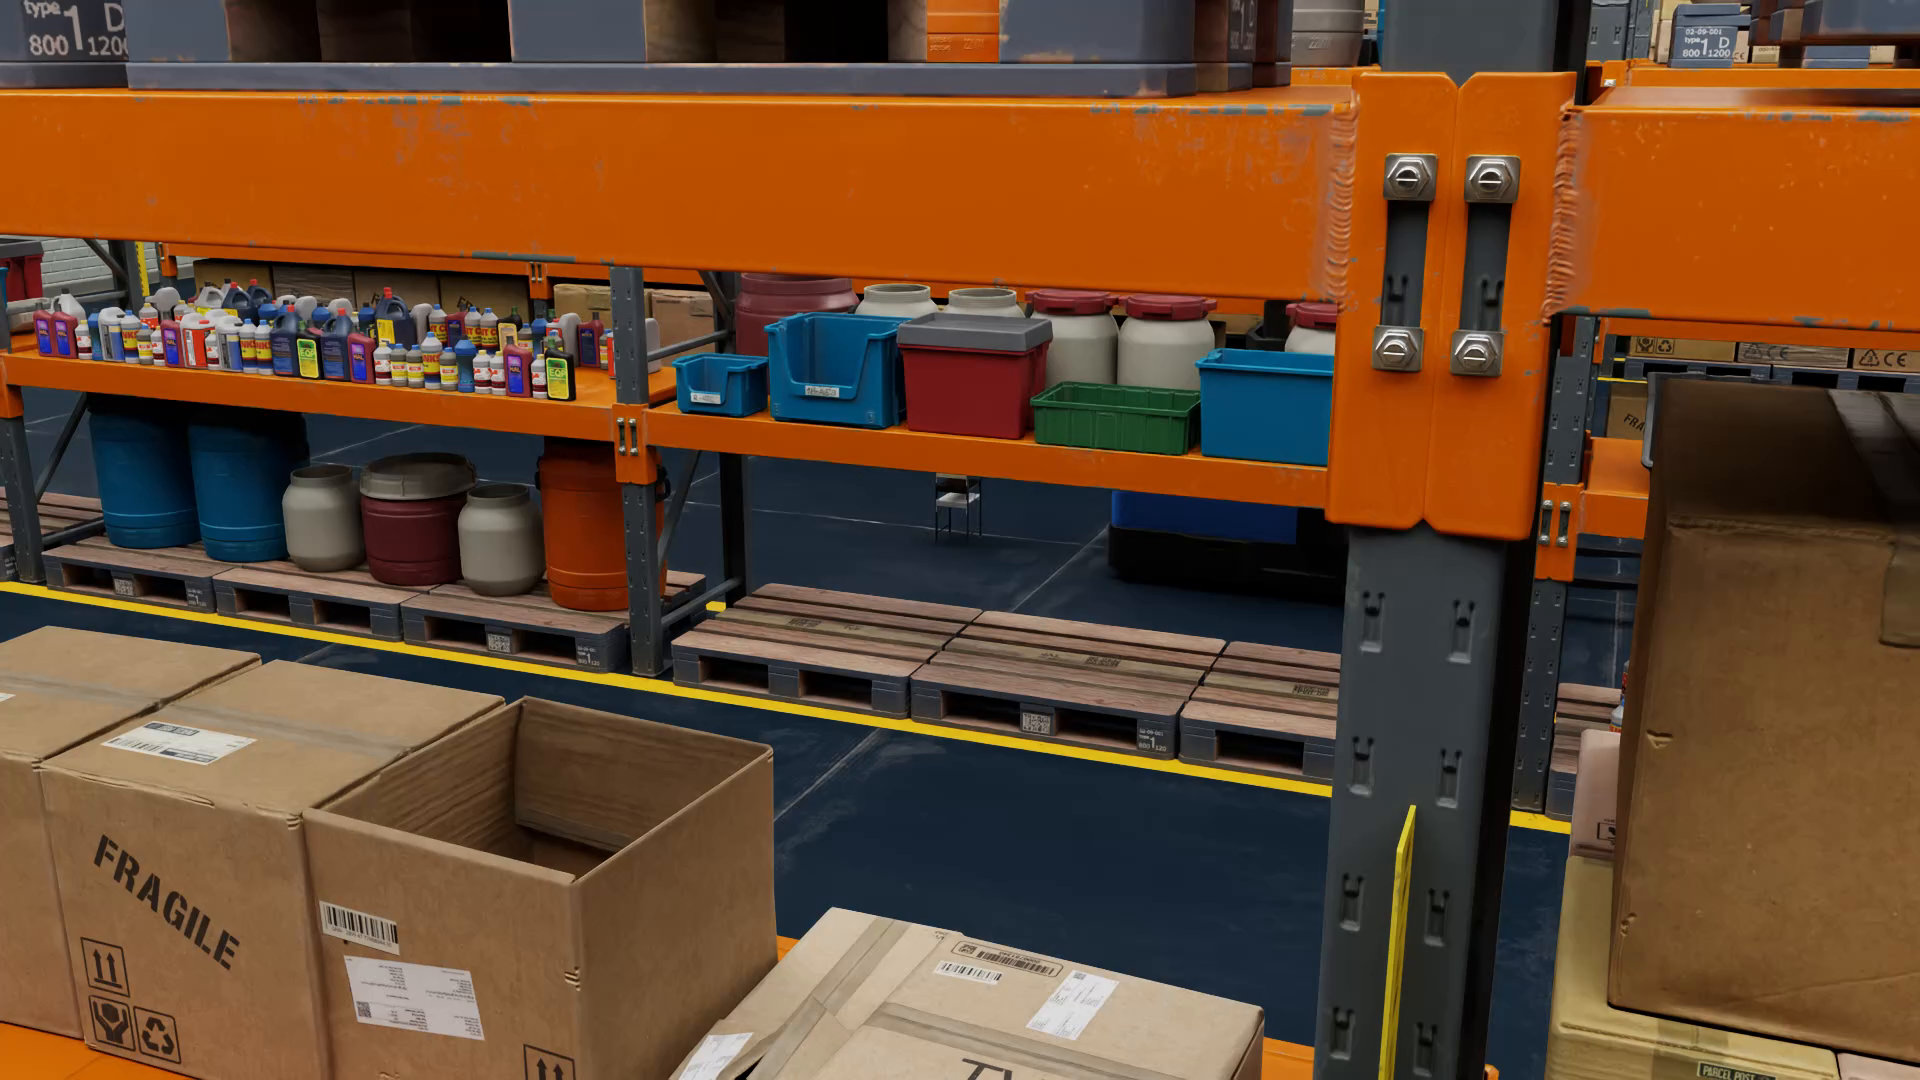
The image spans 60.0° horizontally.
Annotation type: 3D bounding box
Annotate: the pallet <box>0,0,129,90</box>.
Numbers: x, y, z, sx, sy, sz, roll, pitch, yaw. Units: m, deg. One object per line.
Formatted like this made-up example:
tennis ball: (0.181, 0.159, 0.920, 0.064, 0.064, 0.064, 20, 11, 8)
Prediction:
pallet: (-1.441, -0.821, 2.581, 1.213, 0.211, 1.003, 7, 18, 23)

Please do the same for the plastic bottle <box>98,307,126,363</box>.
plastic bottle: (-4.415, -1.082, 8.741, 0.135, 0.276, 0.152, 6, 17, 21)

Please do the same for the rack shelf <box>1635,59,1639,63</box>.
rack shelf: (4.266, -4.367, 15.745, 4.000, 0.370, 1.077, 6, 17, 21)

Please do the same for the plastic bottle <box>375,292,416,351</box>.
plastic bottle: (-2.977, -1.126, 8.760, 0.185, 0.351, 0.144, 6, 17, 21)

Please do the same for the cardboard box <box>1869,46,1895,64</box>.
cardboard box: (5.490, -2.941, 9.811, 0.500, 0.250, 0.500, 6, 17, 18)

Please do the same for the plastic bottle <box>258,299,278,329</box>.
plastic bottle: (-3.781, -1.183, 9.100, 0.097, 0.271, 0.097, 0, 16, 0)

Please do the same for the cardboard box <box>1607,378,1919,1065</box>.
cardboard box: (0.990, 0.151, 1.768, 0.500, 0.500, 0.700, 6, 17, 21)

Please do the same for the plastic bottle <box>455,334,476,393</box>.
plastic bottle: (-2.355, -0.845, 7.933, 0.097, 0.271, 0.097, 0, 16, 0)

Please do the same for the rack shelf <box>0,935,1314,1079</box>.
rack shelf: (-1.286, 0.919, 2.919, 4.000, 0.370, 1.077, 6, 17, 21)

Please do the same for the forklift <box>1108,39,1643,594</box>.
forklift: (2.414, -1.176, 8.967, 3.031, 2.935, 1.130, 6, 17, 19)

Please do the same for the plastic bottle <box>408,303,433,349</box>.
plastic bottle: (-2.899, -1.126, 8.894, 0.135, 0.276, 0.152, 6, 17, 21)

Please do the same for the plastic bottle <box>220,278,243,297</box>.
plastic bottle: (-4.071, -1.292, 9.332, 0.185, 0.351, 0.144, 6, 17, 21)

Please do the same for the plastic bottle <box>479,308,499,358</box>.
plastic bottle: (-2.476, -1.085, 8.763, 0.097, 0.271, 0.097, 0, 16, 0)

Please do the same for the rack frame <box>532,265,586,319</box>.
rack frame: (-3.229, -2.609, 13.781, 0.127, 3.000, 1.000, 6, 17, 21)

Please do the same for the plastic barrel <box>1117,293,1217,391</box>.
plastic barrel: (0.904, -0.801, 7.310, 0.433, 0.535, 0.433, 0, 16, 0)

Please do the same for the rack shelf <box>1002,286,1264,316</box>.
rack shelf: (2.352, -1.650, 11.767, 4.000, 0.370, 1.077, 6, 17, 21)

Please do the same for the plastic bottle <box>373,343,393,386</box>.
plastic bottle: (-2.807, -0.861, 8.115, 0.097, 0.201, 0.097, 0, 16, 0)

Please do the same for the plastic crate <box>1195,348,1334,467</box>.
plastic crate: (1.255, -0.531, 6.651, 0.575, 0.384, 0.392, 6, 17, 21)

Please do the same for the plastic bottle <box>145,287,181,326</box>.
plastic bottle: (-4.561, -1.309, 9.524, 0.135, 0.276, 0.152, 6, 17, 21)

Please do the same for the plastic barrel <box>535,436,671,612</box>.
plastic barrel: (-1.787, -0.121, 8.348, 0.708, 0.830, 0.600, 6, 17, 21)

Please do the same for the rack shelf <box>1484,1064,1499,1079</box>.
rack shelf: (2.435, 1.328, 1.509, 4.000, 0.370, 1.077, 6, 17, 21)

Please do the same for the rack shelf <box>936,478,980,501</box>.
rack shelf: (-0.008, -0.315, 10.085, 0.200, 0.077, 0.258, 6, 17, 21)

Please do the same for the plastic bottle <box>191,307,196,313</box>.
plastic bottle: (-4.250, -1.201, 9.287, 0.097, 0.201, 0.097, 0, 16, 0)

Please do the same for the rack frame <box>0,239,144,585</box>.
rack frame: (-5.046, -1.325, 9.356, 0.127, 3.000, 1.000, 6, 17, 21)

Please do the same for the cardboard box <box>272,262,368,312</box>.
cardboard box: (-5.479, -2.062, 14.954, 0.875, 0.875, 0.875, 6, 17, 21)

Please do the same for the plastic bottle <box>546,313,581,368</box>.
plastic bottle: (-2.040, -1.031, 8.569, 0.135, 0.276, 0.152, 6, 17, 21)

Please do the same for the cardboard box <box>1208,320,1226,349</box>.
cardboard box: (1.623, -1.459, 12.167, 0.500, 0.250, 0.500, 8, 18, 27)

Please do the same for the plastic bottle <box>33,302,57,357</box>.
plastic bottle: (-4.862, -1.121, 8.862, 0.133, 0.283, 0.061, 6, 17, 21)

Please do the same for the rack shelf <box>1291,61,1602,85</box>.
rack shelf: (0.535, -1.806, 6.924, 4.000, 0.370, 1.077, 6, 17, 21)

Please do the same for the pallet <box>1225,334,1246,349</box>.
pallet: (3.112, -2.037, 16.811, 1.213, 0.211, 1.003, 6, 17, 21)

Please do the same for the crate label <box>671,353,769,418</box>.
crate label: (-1.071, -0.695, 7.487, 0.416, 0.233, 0.303, 6, 17, 21)

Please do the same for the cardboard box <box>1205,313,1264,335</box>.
cardboard box: (2.939, -2.512, 16.727, 0.750, 0.750, 1.050, 6, 17, 20)

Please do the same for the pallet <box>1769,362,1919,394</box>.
pallet: (7.944, -1.505, 14.980, 1.213, 0.211, 1.003, 6, 17, 21)

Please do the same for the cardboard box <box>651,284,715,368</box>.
cardboard box: (-1.795, -1.639, 13.497, 0.875, 0.875, 1.225, 6, 17, 19)

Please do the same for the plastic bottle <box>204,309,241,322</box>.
plastic bottle: (-3.838, -1.064, 8.680, 0.135, 0.276, 0.152, 6, 17, 21)

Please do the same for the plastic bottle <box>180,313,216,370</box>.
plastic bottle: (-3.894, -1.024, 8.544, 0.135, 0.276, 0.152, 6, 17, 21)

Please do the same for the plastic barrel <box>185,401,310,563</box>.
plastic barrel: (-3.888, -0.386, 9.134, 0.708, 0.901, 0.600, 6, 17, 21)

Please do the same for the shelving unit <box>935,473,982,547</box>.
shelving unit: (-0.008, -0.433, 10.051, 0.210, 0.900, 0.258, 6, 17, 21)

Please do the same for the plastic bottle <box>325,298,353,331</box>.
plastic bottle: (-3.411, -1.182, 9.088, 0.135, 0.276, 0.152, 6, 17, 21)

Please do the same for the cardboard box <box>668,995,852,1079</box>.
cardboard box: (-0.311, 0.800, 2.278, 0.258, 0.266, 0.396, 6, 17, 19)

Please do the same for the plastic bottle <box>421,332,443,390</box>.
plastic bottle: (-2.536, -0.864, 8.002, 0.097, 0.271, 0.097, 0, 16, 0)

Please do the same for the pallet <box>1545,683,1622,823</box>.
pallet: (3.005, 0.912, 6.652, 1.213, 0.211, 1.003, 6, 17, 21)

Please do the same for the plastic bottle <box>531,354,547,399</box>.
plastic bottle: (-1.959, -0.767, 7.793, 0.097, 0.201, 0.097, 0, 16, 0)

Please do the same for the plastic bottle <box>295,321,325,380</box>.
plastic bottle: (-3.218, -0.940, 8.240, 0.133, 0.283, 0.061, 6, 17, 21)

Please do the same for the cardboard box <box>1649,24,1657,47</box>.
cardboard box: (8.158, -5.756, 18.977, 0.500, 0.250, 0.500, 6, 17, 19)

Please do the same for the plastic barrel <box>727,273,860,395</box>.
plastic barrel: (-0.783, -1.012, 8.035, 0.708, 0.536, 0.600, 6, 17, 21)

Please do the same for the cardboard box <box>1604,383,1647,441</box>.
cardboard box: (4.570, -0.741, 11.076, 0.500, 0.500, 0.500, 6, 17, 19)

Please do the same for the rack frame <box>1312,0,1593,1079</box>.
rack frame: (0.573, 0.779, 2.111, 0.053, 2.616, 0.949, 6, 17, 21)

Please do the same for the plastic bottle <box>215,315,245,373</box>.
plastic bottle: (-3.679, -1.001, 8.462, 0.135, 0.276, 0.152, 6, 17, 21)
